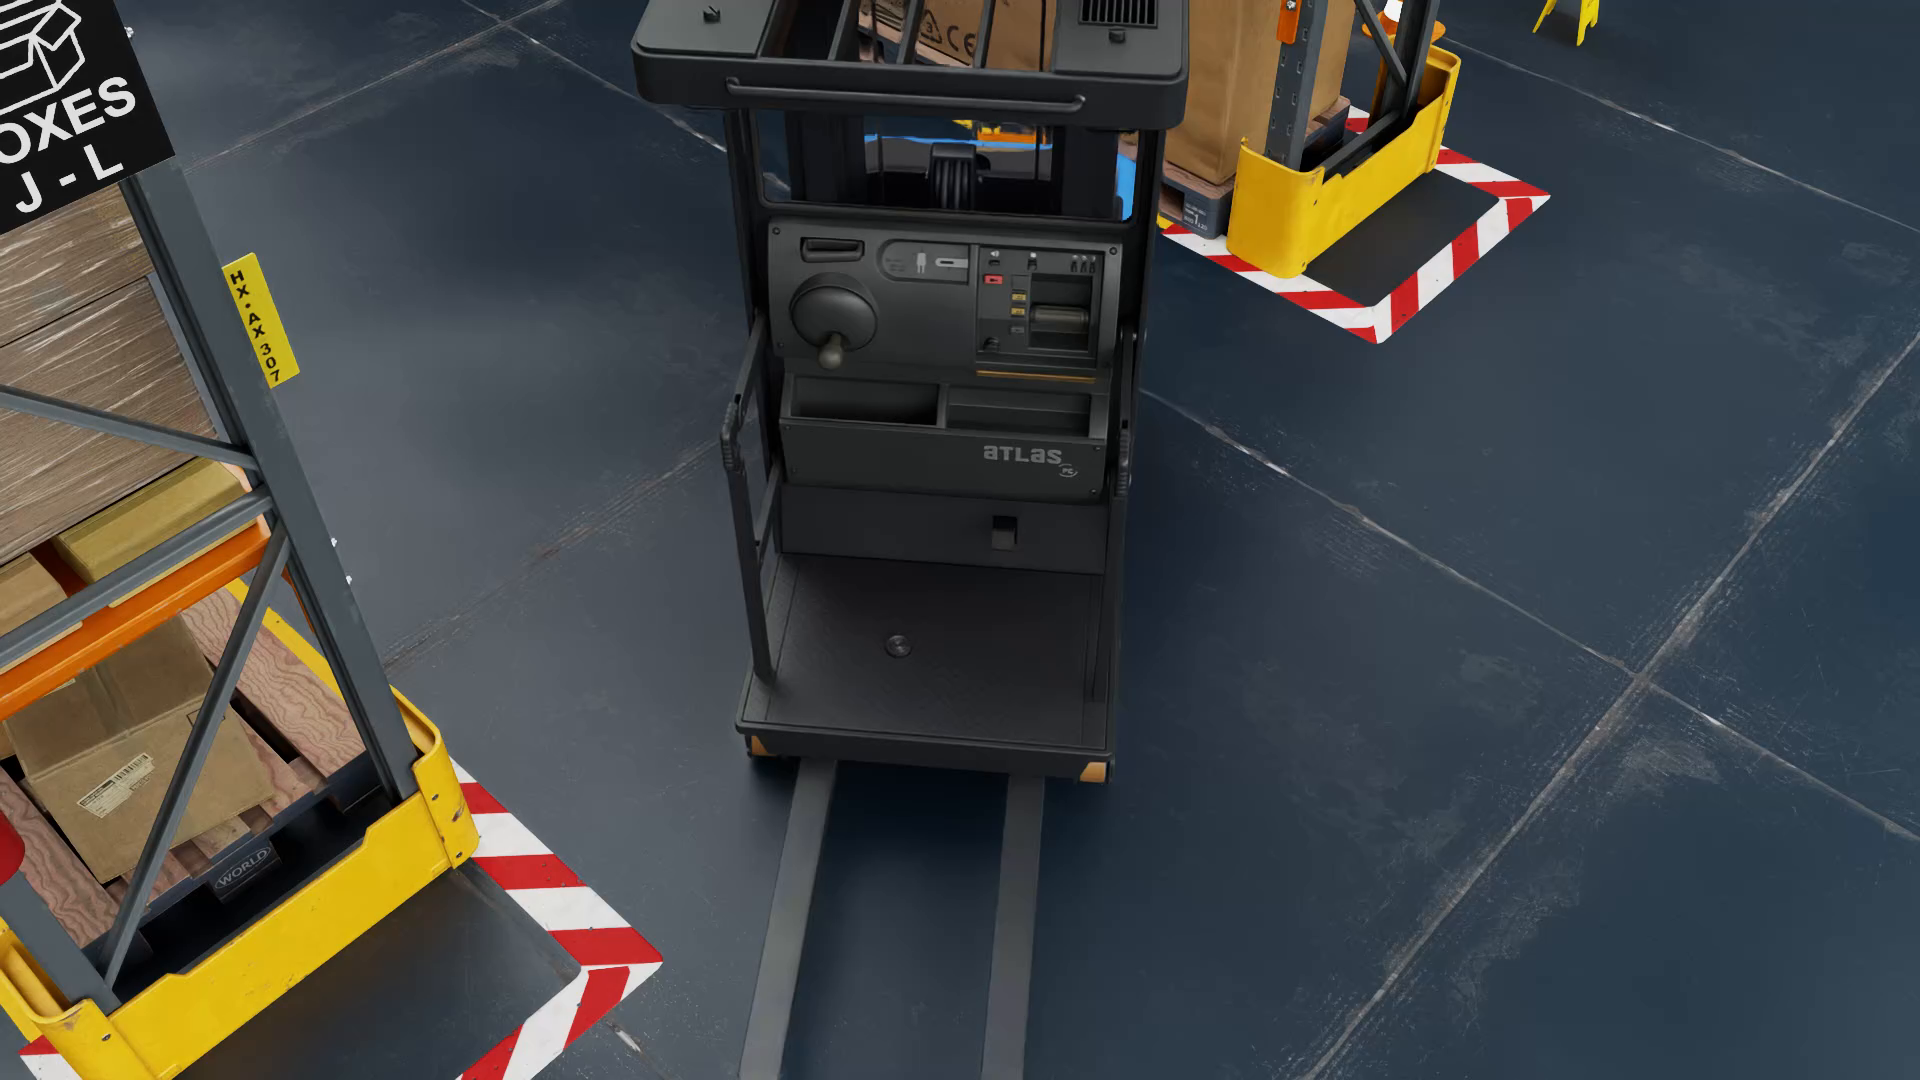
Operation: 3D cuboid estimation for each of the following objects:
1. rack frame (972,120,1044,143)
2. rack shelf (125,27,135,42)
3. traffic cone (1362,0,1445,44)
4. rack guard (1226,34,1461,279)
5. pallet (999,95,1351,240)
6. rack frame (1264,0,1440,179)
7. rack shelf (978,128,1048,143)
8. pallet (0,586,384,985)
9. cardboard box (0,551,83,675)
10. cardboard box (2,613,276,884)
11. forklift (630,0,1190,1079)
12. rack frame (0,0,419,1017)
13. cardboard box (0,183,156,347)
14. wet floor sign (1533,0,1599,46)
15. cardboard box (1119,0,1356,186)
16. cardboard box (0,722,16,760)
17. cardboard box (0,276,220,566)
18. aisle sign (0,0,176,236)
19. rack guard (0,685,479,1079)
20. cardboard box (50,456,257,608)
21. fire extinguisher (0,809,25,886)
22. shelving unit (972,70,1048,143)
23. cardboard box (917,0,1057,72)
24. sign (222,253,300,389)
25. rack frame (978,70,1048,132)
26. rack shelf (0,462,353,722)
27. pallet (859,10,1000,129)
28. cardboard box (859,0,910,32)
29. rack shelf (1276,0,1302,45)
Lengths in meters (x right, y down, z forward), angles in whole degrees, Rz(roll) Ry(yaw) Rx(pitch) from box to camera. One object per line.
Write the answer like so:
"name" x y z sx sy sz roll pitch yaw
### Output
"rack frame" 0.159 -1.039 5.903 0.240 1.200 0.006 4 47 4
"rack shelf" -3.329 -1.638 3.666 4.000 0.370 1.077 34 55 28
"traffic cone" 2.152 -2.631 7.903 0.334 0.463 0.336 34 55 28
"rack guard" 1.596 -1.608 6.917 0.348 0.500 1.175 34 55 28
"pallet" 0.938 -1.875 7.366 1.213 0.211 1.003 34 55 28
"rack frame" 1.579 -2.476 6.017 0.127 3.000 1.000 34 55 28
"rack shelf" 0.168 -1.322 5.735 0.258 0.103 0.180 4 47 4
"pallet" -2.488 0.628 5.016 1.213 0.211 1.003 34 55 28
"cardboard box" -2.209 0.187 3.689 0.250 0.149 0.380 34 55 28
"cardboard box" -2.307 0.525 4.626 0.500 0.500 0.500 -28 53 -24
"forklift" -0.063 -0.534 4.241 1.130 2.935 3.031 4 47 4
"rack frame" -1.859 0.131 3.569 0.127 3.000 1.000 34 55 28
"cardboard box" -2.079 -0.765 3.452 0.500 0.500 0.500 34 55 28
"wet floor sign" 2.943 -2.716 7.858 0.232 0.644 0.267 25 52 22
"cardboard box" 1.036 -2.192 6.920 0.875 0.875 0.875 34 56 28
"cardboard box" -2.770 0.248 4.886 0.500 0.500 0.500 -25 52 -21
"cardboard box" -2.245 -0.291 3.693 0.500 0.500 0.875 34 55 28
"aisle sign" -1.610 -0.889 2.744 0.004 0.787 0.394 34 55 28
"rack guard" -1.915 0.949 4.516 0.348 0.500 1.175 34 55 28
"cardboard box" -1.907 -0.051 3.913 0.250 0.149 0.380 34 55 28
"fire extinguisher" -2.088 0.461 3.312 0.183 0.674 0.296 34 55 28
"shelving unit" 0.168 -1.106 5.965 0.258 1.200 0.189 4 47 4
"cardboard box" 0.388 -2.626 7.328 0.875 0.875 0.875 33 55 27
"sign" -1.492 -0.456 3.527 0.005 0.325 0.100 34 55 28
"rack frame" 0.177 -1.172 6.028 0.240 1.200 0.006 4 47 4
"rack shelf" -3.329 -0.611 4.760 4.000 0.370 1.077 34 55 28
"pallet" 0.046 -2.478 7.932 1.213 0.211 1.003 34 55 28
"cardboard box" -0.281 -3.078 7.752 0.875 0.875 0.875 34 56 28
"rack shelf" 0.109 -3.219 7.208 4.000 0.370 1.077 34 55 28
